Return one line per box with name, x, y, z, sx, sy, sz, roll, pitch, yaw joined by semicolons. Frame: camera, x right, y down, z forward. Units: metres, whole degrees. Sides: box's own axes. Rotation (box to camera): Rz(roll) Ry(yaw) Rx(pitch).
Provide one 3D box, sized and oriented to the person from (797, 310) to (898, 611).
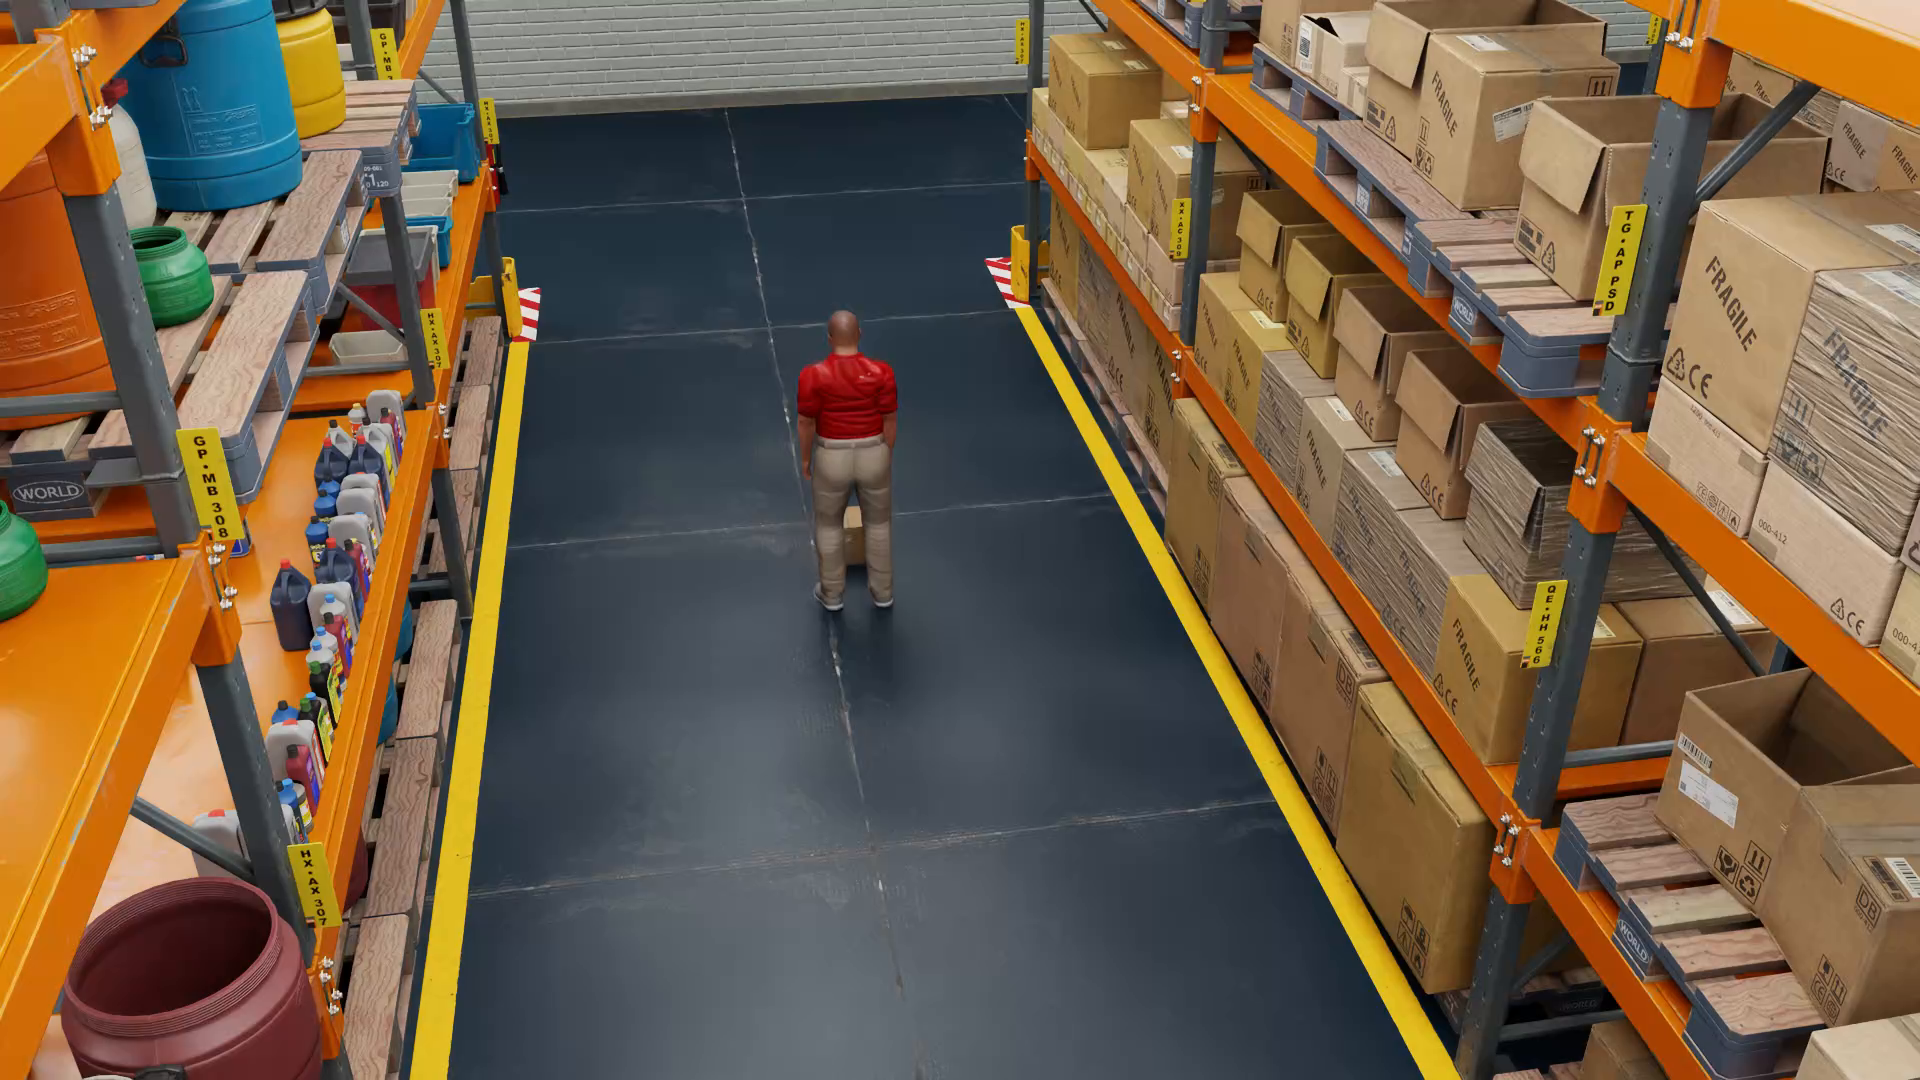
person;-0.595;-0.416;8.878;0.530;1.744;0.361;-4;31;-7
